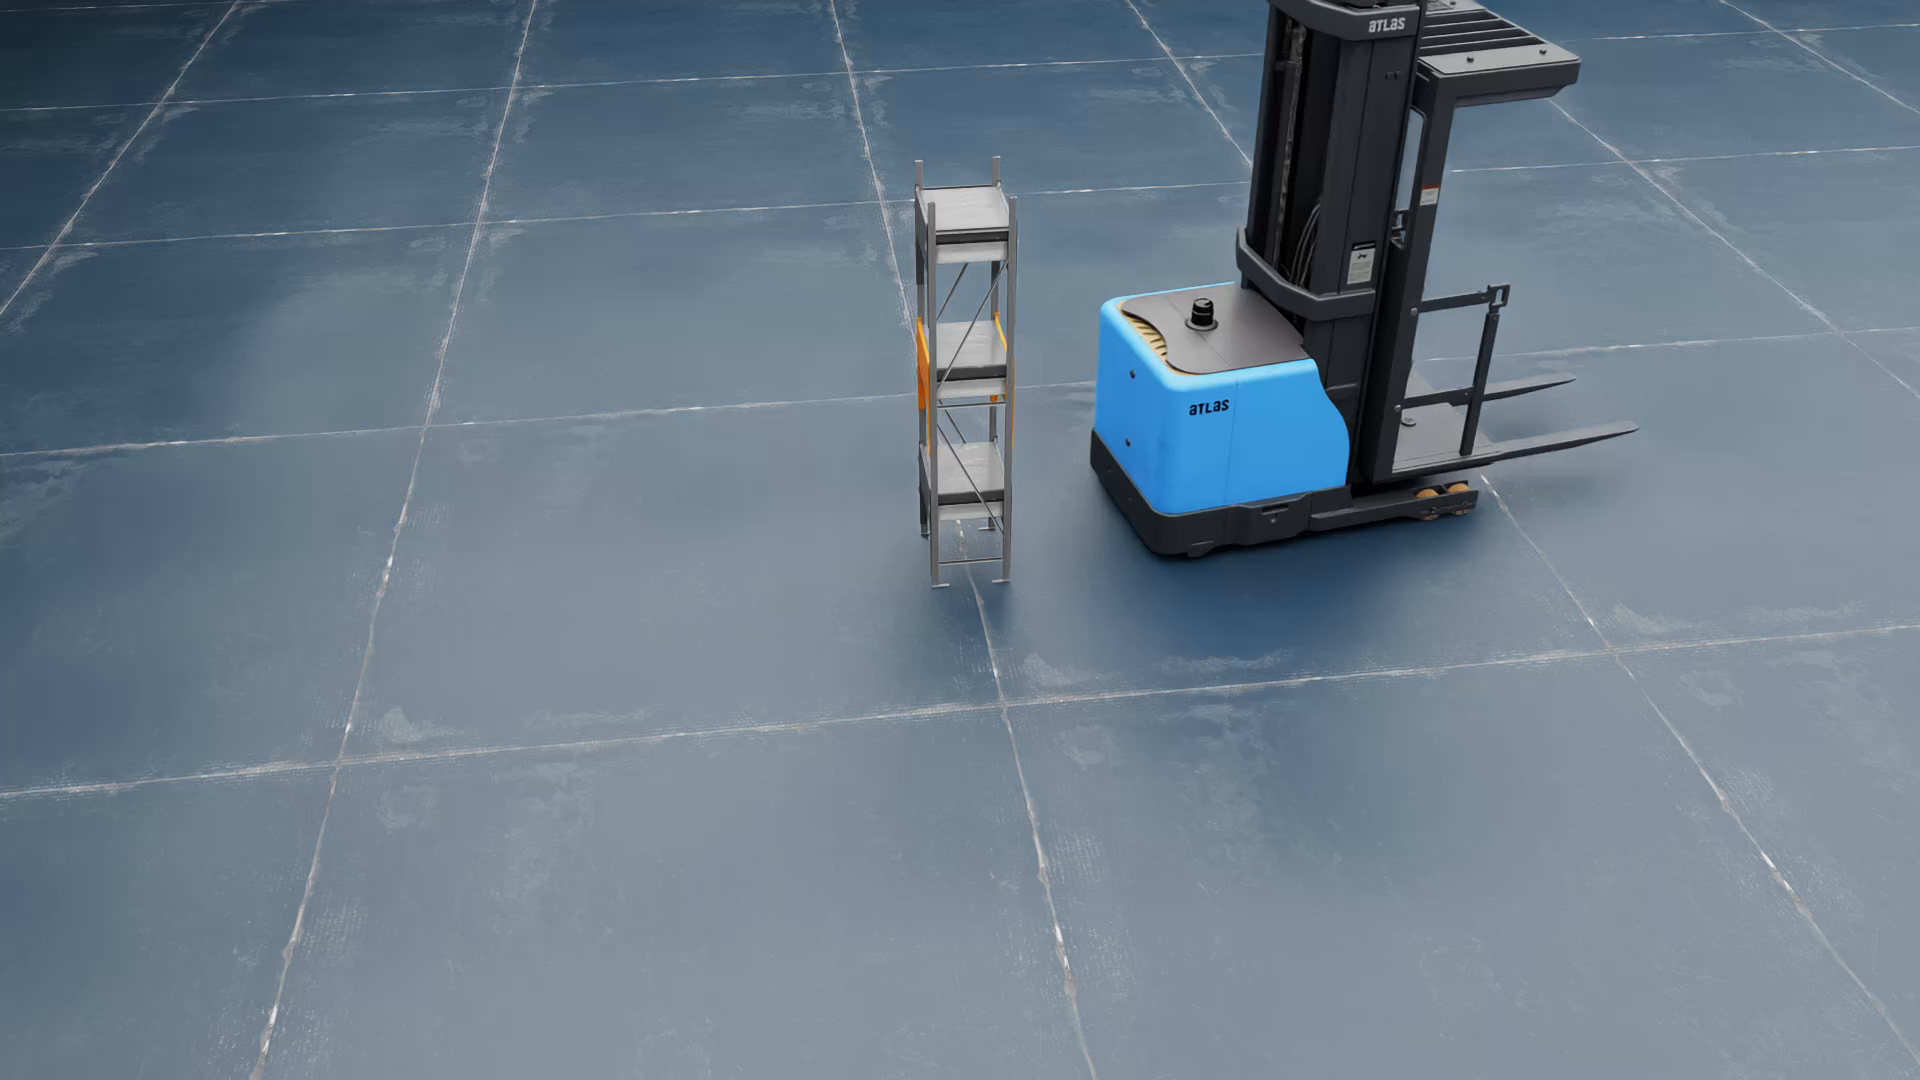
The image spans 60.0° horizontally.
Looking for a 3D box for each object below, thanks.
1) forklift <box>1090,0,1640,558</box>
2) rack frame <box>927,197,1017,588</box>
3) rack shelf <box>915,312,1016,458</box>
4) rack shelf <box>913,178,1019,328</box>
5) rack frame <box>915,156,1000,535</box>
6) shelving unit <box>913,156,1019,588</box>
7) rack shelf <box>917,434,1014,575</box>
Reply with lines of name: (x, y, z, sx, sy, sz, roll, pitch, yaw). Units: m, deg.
forklift: (2.308, -1.592, 8.613, 3.031, 2.935, 1.130, -10, 35, -14)
rack frame: (0.055, -0.639, 7.952, 0.400, 2.100, 0.015, -4, 35, -6)
rack shelf: (0.022, -0.764, 8.159, 0.431, 0.518, 0.480, -4, 35, -6)
rack shelf: (0.022, -1.342, 7.765, 0.431, 0.518, 0.480, -4, 35, -6)
rack frame: (-0.011, -0.911, 8.352, 0.400, 2.100, 0.015, -4, 35, -6)
shelving unit: (0.022, -0.775, 8.152, 0.431, 2.100, 0.503, -4, 35, -6)
rack shelf: (0.022, -0.186, 8.554, 0.431, 0.518, 0.480, -4, 35, -6)
